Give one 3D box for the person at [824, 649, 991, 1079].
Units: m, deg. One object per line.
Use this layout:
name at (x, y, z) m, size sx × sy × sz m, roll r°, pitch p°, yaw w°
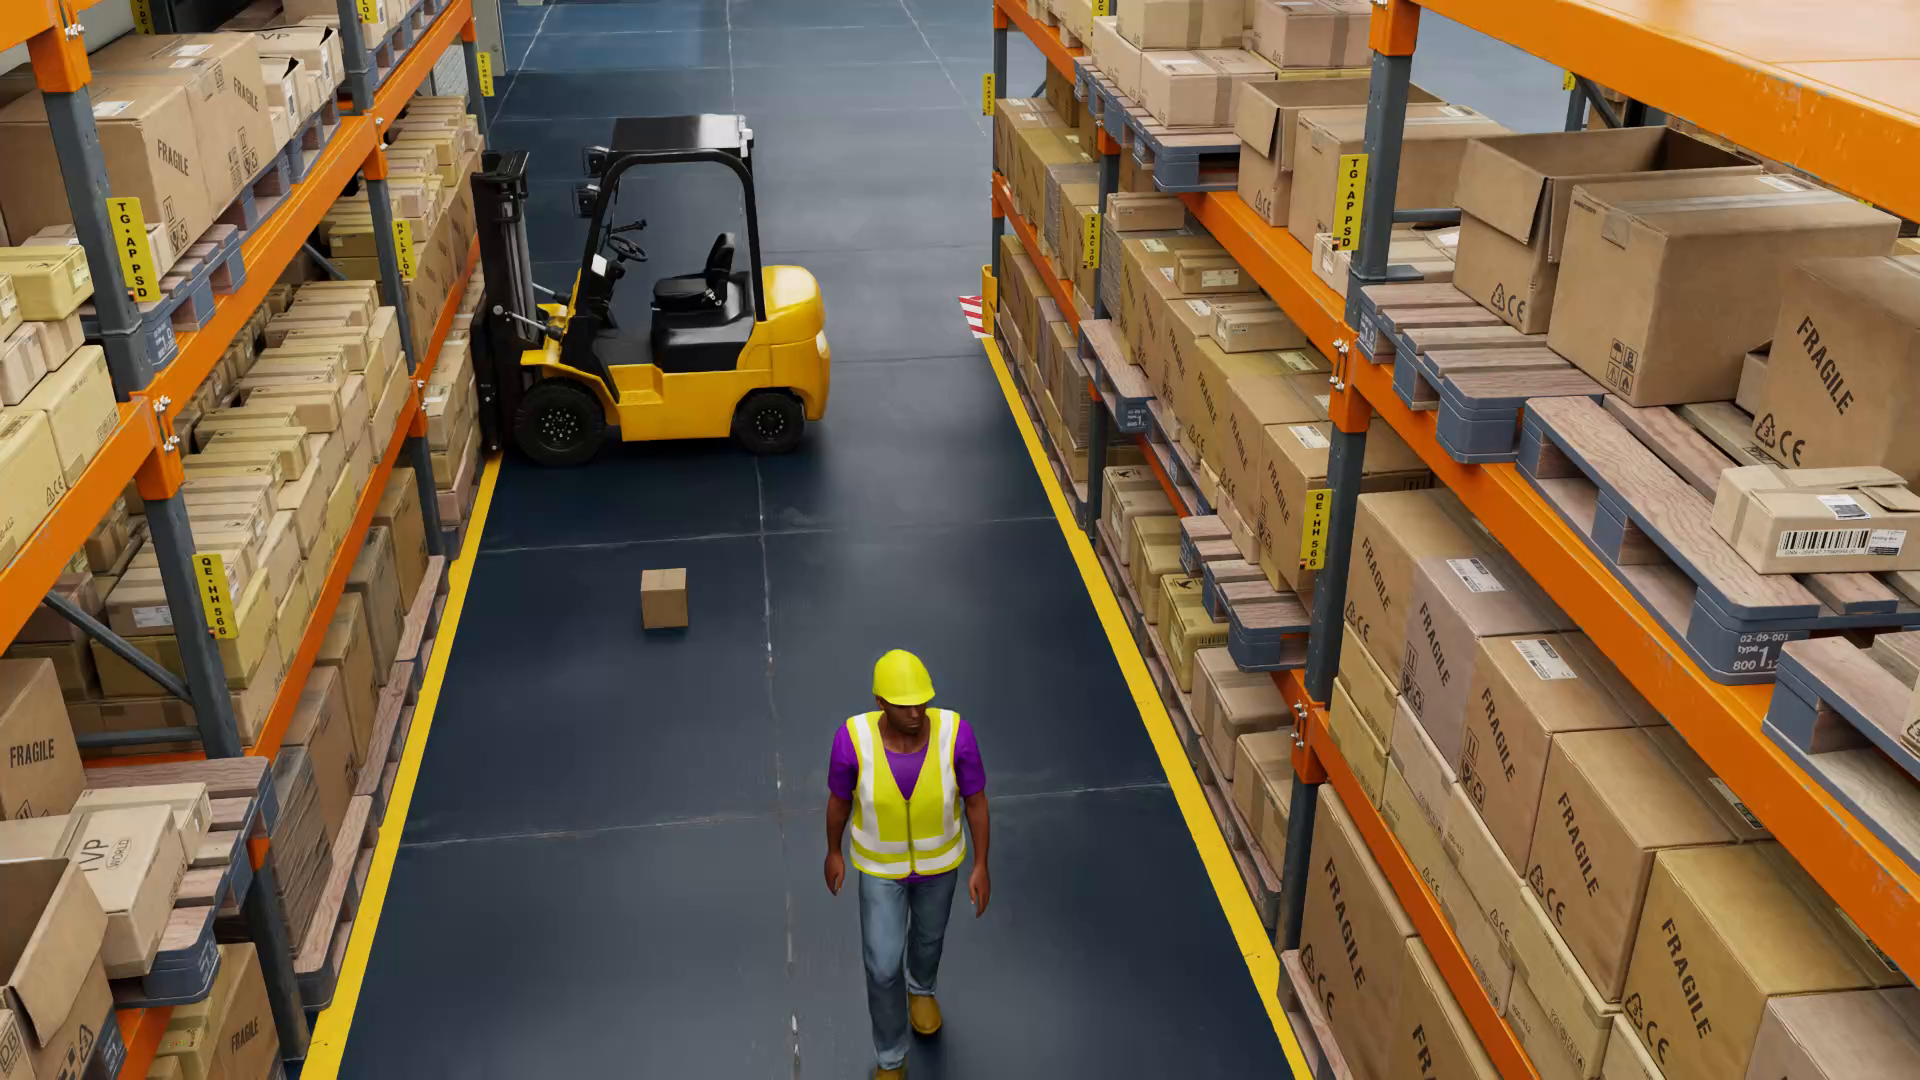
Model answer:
person at (-0.190, 1.242, 6.189) m, size 0.607 × 1.828 × 0.654 m, roll -5°, pitch 27°, yaw -10°
